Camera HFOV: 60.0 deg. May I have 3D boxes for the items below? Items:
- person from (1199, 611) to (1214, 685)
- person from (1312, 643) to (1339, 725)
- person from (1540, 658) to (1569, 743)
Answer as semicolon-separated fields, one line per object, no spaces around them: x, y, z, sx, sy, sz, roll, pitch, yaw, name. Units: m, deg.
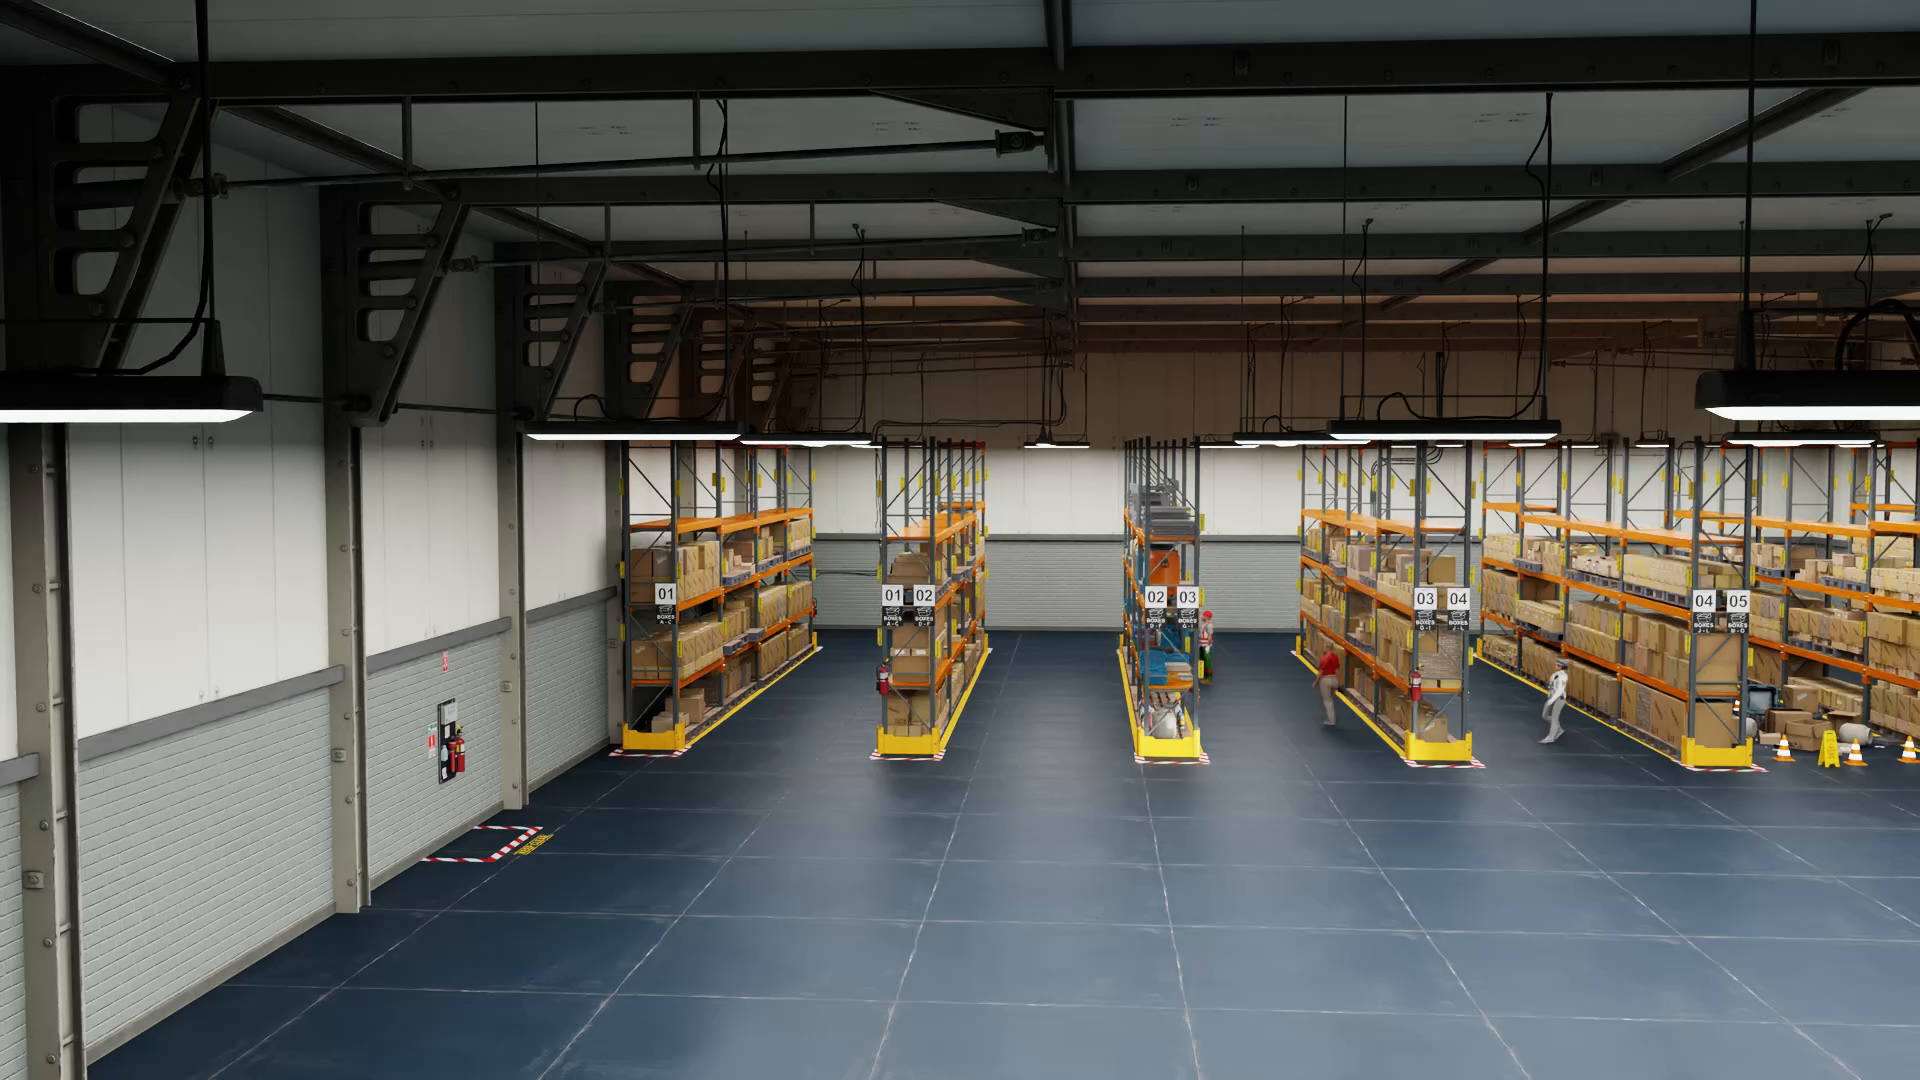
6.036;2.630;40.944;0.439;1.782;0.581;-1;3;-17;person
7.665;3.037;34.722;0.566;1.807;0.538;-2;4;-33;person
11.645;3.139;32.628;0.583;1.667;0.544;-1;3;-16;person
